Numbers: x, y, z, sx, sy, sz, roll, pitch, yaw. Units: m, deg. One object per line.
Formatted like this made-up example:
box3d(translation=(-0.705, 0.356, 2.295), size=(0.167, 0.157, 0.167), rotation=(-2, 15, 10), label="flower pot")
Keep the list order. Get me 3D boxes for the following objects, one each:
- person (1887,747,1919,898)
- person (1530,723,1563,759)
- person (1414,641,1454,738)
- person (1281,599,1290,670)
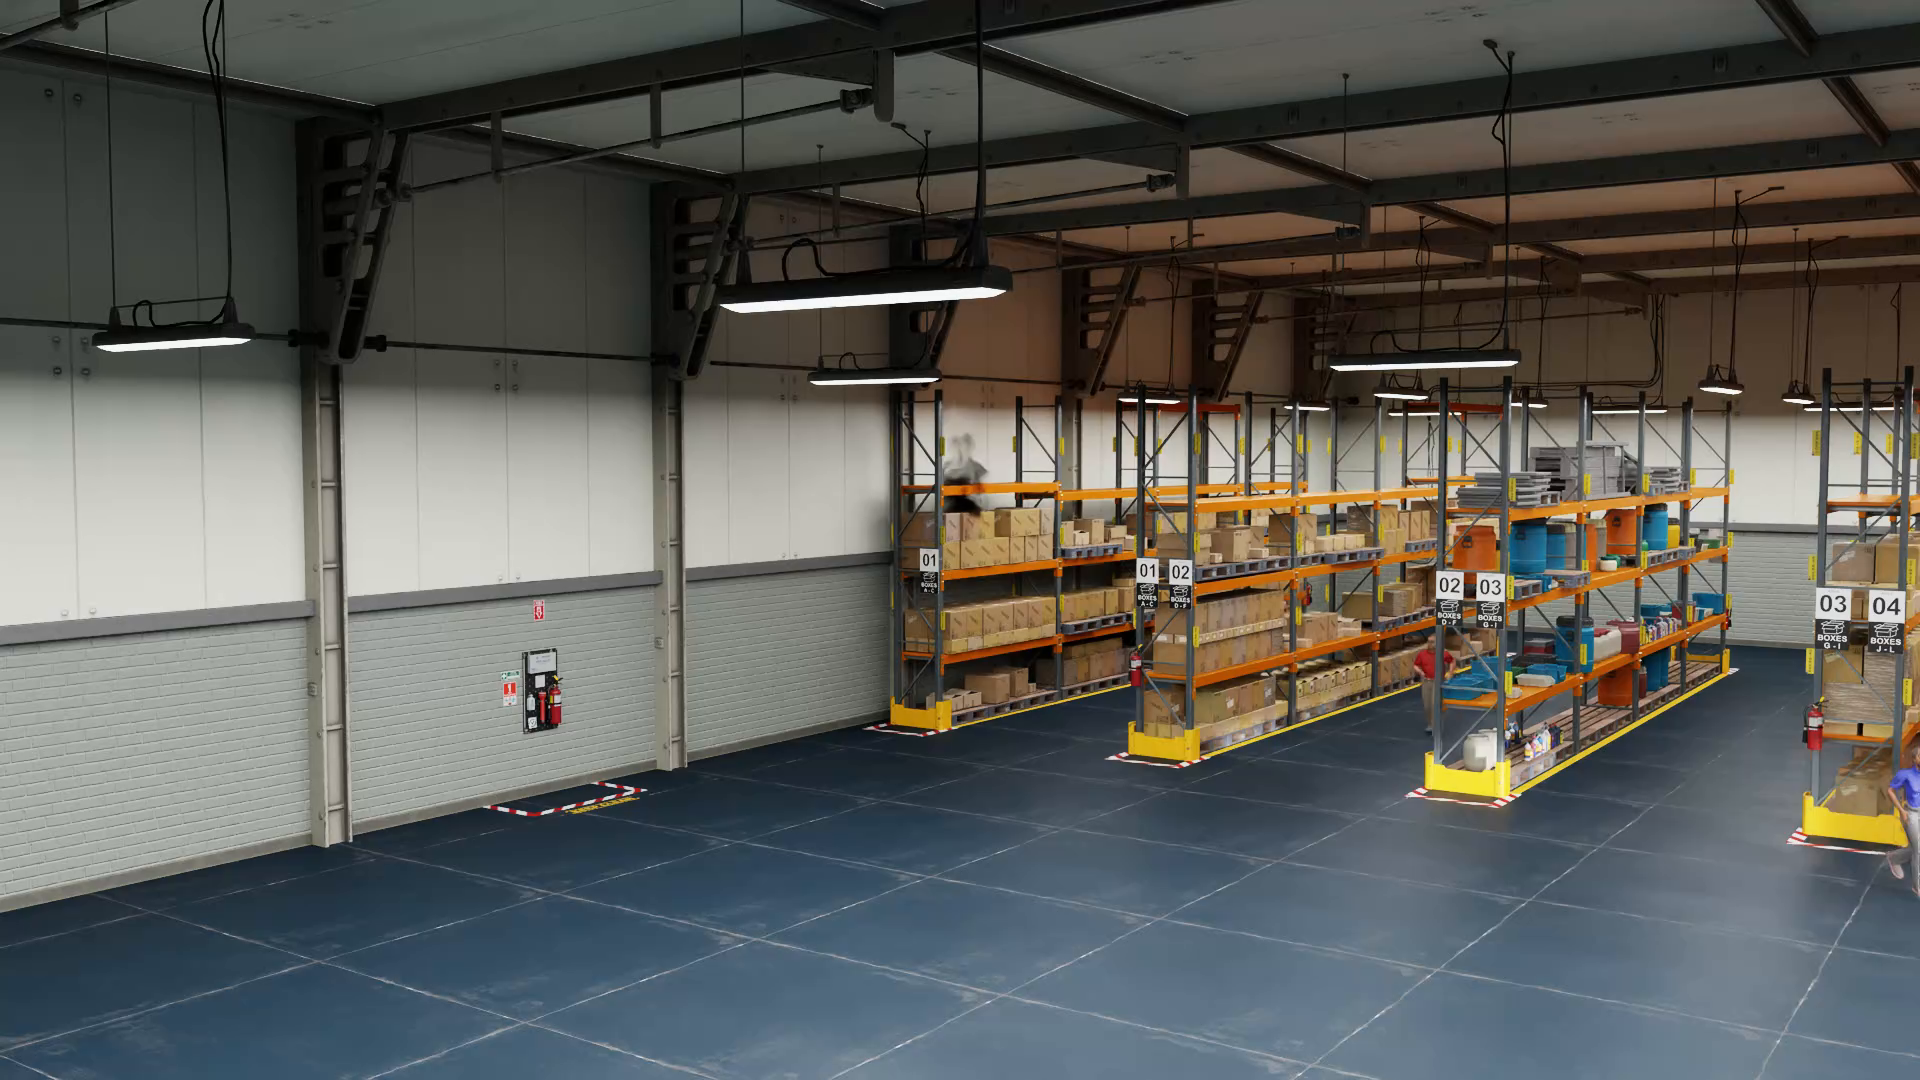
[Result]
box3d(translation=(10.705, 3.130, 18.654), size=(0.579, 1.674, 0.785), rotation=(0, 3, -8), label="person")
box3d(translation=(14.126, 1.555, 31.415), size=(23.182, 3.383, 16.034), rotation=(2, 4, 37), label="person")
box3d(translation=(17.942, 2.520, 29.860), size=(16.469, 1.696, 12.066), rotation=(2, 4, 30), label="person")
box3d(translation=(7.121, 2.134, 36.191), size=(0.581, 1.709, 0.871), rotation=(2, 4, 35), label="person")
